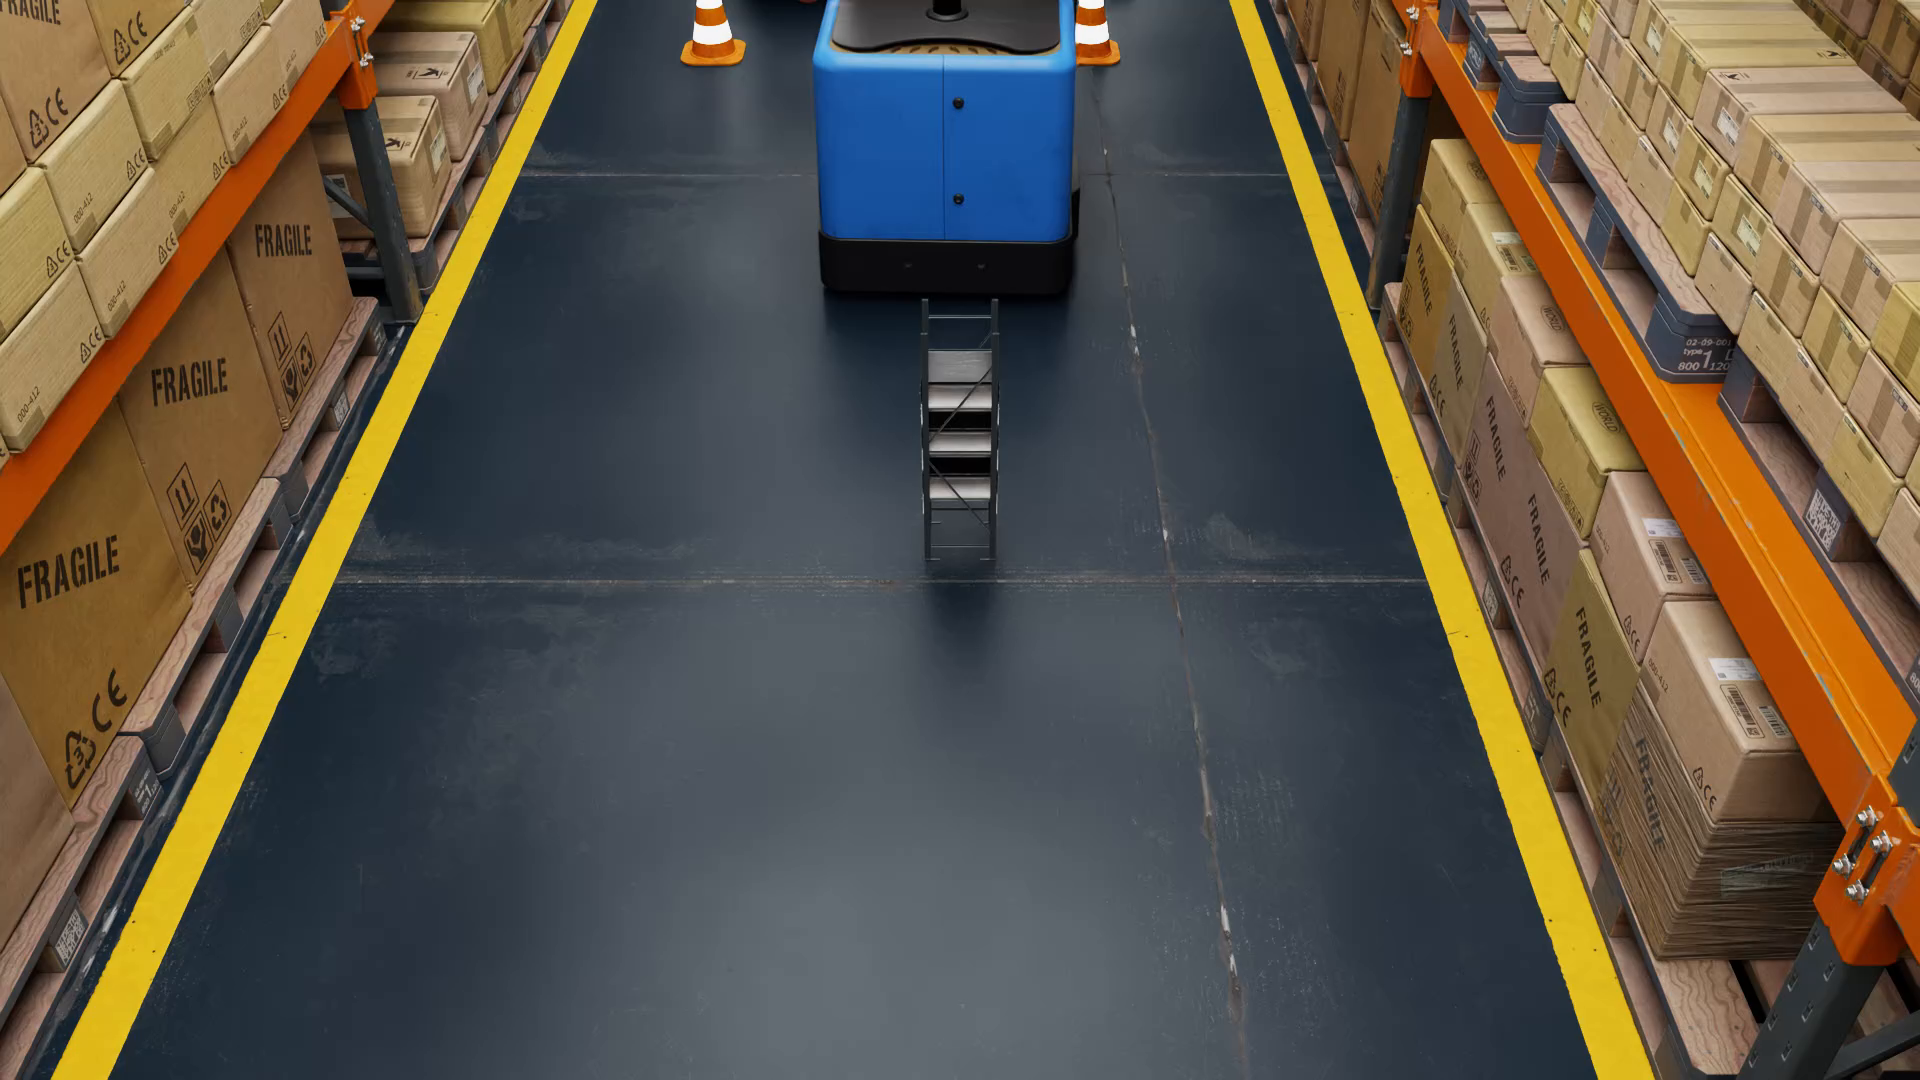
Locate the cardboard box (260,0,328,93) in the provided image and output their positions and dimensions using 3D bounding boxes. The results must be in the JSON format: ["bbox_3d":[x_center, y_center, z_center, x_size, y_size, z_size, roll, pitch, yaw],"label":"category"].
[{"bbox_3d":[-2.478,-1.718,5.616,0.500,0.250,0.500,-1,39,-2],"label":"cardboard box"}]

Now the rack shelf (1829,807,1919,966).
[{"bbox_3d":[2.218,1.873,1.589,1.077,0.370,4.000,0,39,0],"label":"rack shelf"}]

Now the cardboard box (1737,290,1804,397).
[{"bbox_3d":[2.018,-0.448,3.775,0.380,0.149,0.250,-2,39,-2],"label":"cardboard box"}]

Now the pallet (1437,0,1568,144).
[{"bbox_3d":[2.319,-1.639,5.550,1.213,0.211,1.003,0,39,0],"label":"pallet"}]

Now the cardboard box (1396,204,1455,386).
[{"bbox_3d":[1.957,-0.906,6.145,0.500,0.500,0.500,-2,39,-2],"label":"cardboard box"}]

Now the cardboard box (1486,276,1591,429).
[{"bbox_3d":[1.959,-0.583,5.142,0.500,0.250,0.500,0,39,0],"label":"cardboard box"}]

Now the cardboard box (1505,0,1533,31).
[{"bbox_3d":[2.010,-1.778,5.435,0.380,0.149,0.250,2,39,2],"label":"cardboard box"}]

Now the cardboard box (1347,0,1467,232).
[{"bbox_3d":[2.301,-1.827,7.094,1.050,0.750,0.750,-1,39,-1],"label":"cardboard box"}]

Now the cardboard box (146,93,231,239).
[{"bbox_3d":[-2.477,-1.084,4.824,0.500,0.250,0.500,0,39,-1],"label":"cardboard box"}]

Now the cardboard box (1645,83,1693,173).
[{"bbox_3d":[2.018,-1.065,4.308,0.380,0.149,0.250,1,39,2],"label":"cardboard box"}]

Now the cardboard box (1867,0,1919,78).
[{"bbox_3d":[2.670,-1.343,4.417,0.380,0.149,0.250,2,39,2],"label":"cardboard box"}]

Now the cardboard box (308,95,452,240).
[{"bbox_3d":[-2.729,-1.585,7.095,0.950,0.372,0.625,-2,39,-3],"label":"cardboard box"}]

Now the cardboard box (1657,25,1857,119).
[{"bbox_3d":[2.018,-1.191,4.227,0.380,0.149,0.250,-1,39,-1],"label":"cardboard box"}]

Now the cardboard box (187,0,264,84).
[{"bbox_3d":[-2.480,-1.606,5.076,0.500,0.250,0.500,-1,39,-1],"label":"cardboard box"}]

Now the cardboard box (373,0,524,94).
[{"bbox_3d":[-2.733,-2.521,8.262,0.950,0.372,0.625,1,39,1],"label":"cardboard box"}]

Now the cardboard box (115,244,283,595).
[{"bbox_3d":[-2.824,-0.438,5.261,0.875,0.875,0.875,0,39,1],"label":"cardboard box"}]

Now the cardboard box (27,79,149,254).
[{"bbox_3d":[-2.458,-0.961,4.271,0.500,0.250,0.500,-1,39,-1],"label":"cardboard box"}]

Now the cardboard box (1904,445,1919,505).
[{"bbox_3d":[2.018,-0.089,3.090,0.380,0.149,0.250,1,39,1],"label":"cardboard box"}]

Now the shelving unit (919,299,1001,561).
[{"bbox_3d":[0.000,-0.346,5.462,0.258,0.900,0.210,0,39,0],"label":"shelving unit"}]

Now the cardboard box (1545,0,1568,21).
[{"bbox_3d":[2.017,-1.703,5.103,0.380,0.149,0.250,-1,39,-1],"label":"cardboard box"}]

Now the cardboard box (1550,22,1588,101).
[{"bbox_3d":[2.013,-1.440,5.014,0.380,0.149,0.250,2,39,2],"label":"cardboard box"}]

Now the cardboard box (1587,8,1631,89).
[{"bbox_3d":[2.017,-1.389,4.712,0.380,0.149,0.250,0,39,0],"label":"cardboard box"}]

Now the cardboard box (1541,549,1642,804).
[{"bbox_3d":[1.963,0.370,4.553,0.500,0.500,0.500,-1,39,-1],"label":"cardboard box"}]

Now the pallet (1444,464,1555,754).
[{"bbox_3d":[2.209,0.178,5.359,1.003,0.211,1.213,0,39,0],"label":"pallet"}]

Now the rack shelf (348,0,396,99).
[{"bbox_3d":[-2.741,-3.063,7.749,1.077,0.370,4.000,0,39,0],"label":"rack shelf"}]

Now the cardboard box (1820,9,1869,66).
[{"bbox_3d":[2.670,-1.390,4.712,0.380,0.149,0.250,0,39,0],"label":"cardboard box"}]

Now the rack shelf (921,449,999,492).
[{"bbox_3d":[0.000,-0.250,5.539,0.258,0.077,0.200,0,39,0],"label":"rack shelf"}]

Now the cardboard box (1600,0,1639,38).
[{"bbox_3d":[2.019,-1.512,4.628,0.380,0.149,0.250,2,39,2],"label":"cardboard box"}]

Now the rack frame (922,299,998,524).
[{"bbox_3d":[0.000,-0.410,5.542,0.240,0.900,0.006,0,39,0],"label":"rack frame"}]

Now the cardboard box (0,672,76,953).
[{"bbox_3d":[-2.815,0.686,3.859,0.875,0.875,0.875,1,39,1],"label":"cardboard box"}]

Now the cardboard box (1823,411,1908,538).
[{"bbox_3d":[2.017,-0.135,3.385,0.380,0.149,0.250,0,39,0],"label":"cardboard box"}]

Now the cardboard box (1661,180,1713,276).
[{"bbox_3d":[2.013,-0.787,4.199,0.380,0.149,0.250,2,39,2],"label":"cardboard box"}]

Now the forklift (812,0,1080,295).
[{"bbox_3d":[-0.013,-3.062,7.227,1.130,2.935,3.031,1,39,2],"label":"forklift"}]

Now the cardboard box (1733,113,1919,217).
[{"bbox_3d":[2.024,-0.855,3.807,0.380,0.149,0.250,-1,39,-2],"label":"cardboard box"}]

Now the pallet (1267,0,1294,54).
[{"bbox_3d":[2.283,-3.091,9.438,1.003,0.211,1.213,0,39,0],"label":"pallet"}]

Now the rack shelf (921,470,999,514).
[{"bbox_3d":[0.000,-0.180,5.596,0.258,0.077,0.200,0,39,0],"label":"rack shelf"}]

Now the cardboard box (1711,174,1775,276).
[{"bbox_3d":[2.016,-0.743,3.905,0.380,0.149,0.250,-2,39,-2],"label":"cardboard box"}]

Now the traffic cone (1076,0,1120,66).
[{"bbox_3d":[0.698,-2.832,8.913,0.336,0.463,0.334,0,39,0],"label":"traffic cone"}]

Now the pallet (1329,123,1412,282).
[{"bbox_3d":[2.286,-1.565,7.534,1.003,0.211,1.213,0,39,0],"label":"pallet"}]

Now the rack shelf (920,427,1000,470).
[{"bbox_3d":[0.000,-0.320,5.483,0.258,0.077,0.200,0,39,0],"label":"rack shelf"}]

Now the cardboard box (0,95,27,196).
[{"bbox_3d":[-2.473,-0.928,3.630,0.500,0.500,0.500,-1,39,-1],"label":"cardboard box"}]

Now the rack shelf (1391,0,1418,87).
[{"bbox_3d":[2.209,-3.130,7.832,1.077,0.370,4.000,0,39,0],"label":"rack shelf"}]

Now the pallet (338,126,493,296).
[{"bbox_3d":[-2.738,-1.494,7.445,1.003,0.211,1.213,0,39,0],"label":"pallet"}]

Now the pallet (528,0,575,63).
[{"bbox_3d":[-2.741,-3.019,9.349,1.003,0.211,1.213,0,39,0],"label":"pallet"}]

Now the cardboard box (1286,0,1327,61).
[{"bbox_3d":[2.295,-2.956,8.503,1.050,0.750,0.750,0,39,0],"label":"cardboard box"}]

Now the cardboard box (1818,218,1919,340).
[{"bbox_3d":[2.021,-0.537,3.411,0.380,0.149,0.250,-1,39,-1],"label":"cardboard box"}]

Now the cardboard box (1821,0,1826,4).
[{"bbox_3d":[2.673,-1.664,4.817,0.380,0.149,0.250,1,39,1],"label":"cardboard box"}]

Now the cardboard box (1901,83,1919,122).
[{"bbox_3d":[2.672,-1.065,4.308,0.380,0.149,0.250,-1,39,-1],"label":"cardboard box"}]

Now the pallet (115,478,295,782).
[{"bbox_3d":[-2.814,0.249,5.270,1.003,0.211,1.213,0,39,0],"label":"pallet"}]

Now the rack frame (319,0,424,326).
[{"bbox_3d":[-2.738,-2.093,5.963,1.000,3.000,0.127,0,39,0],"label":"rack frame"}]

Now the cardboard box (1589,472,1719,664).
[{"bbox_3d":[1.975,0.073,4.323,0.500,0.250,0.500,2,39,2],"label":"cardboard box"}]

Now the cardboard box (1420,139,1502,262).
[{"bbox_3d":[1.970,-1.209,5.924,0.500,0.250,0.500,-2,39,-2],"label":"cardboard box"}]

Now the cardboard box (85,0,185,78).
[{"bbox_3d":[-2.474,-1.568,4.428,0.500,0.500,0.500,0,39,0],"label":"cardboard box"}]

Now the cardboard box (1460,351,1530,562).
[{"bbox_3d":[1.967,-0.270,5.352,0.500,0.500,0.500,-1,39,-1],"label":"cardboard box"}]

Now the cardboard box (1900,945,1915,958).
[{"bbox_3d":[2.480,0.691,4.152,0.500,0.500,0.500,1,39,2],"label":"cardboard box"}]

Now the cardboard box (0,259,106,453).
[{"bbox_3d":[-2.457,-0.453,4.036,0.500,0.250,0.500,0,39,0],"label":"cardboard box"}]

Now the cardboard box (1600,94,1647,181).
[{"bbox_3d":[2.014,-1.117,4.610,0.380,0.149,0.250,0,39,1],"label":"cardboard box"}]

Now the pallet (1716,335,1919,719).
[{"bbox_3d":[2.361,-0.062,3.582,1.003,0.211,1.213,0,39,0],"label":"pallet"}]

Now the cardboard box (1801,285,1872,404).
[{"bbox_3d":[2.019,-0.409,3.489,0.380,0.149,0.250,2,39,2],"label":"cardboard box"}]
